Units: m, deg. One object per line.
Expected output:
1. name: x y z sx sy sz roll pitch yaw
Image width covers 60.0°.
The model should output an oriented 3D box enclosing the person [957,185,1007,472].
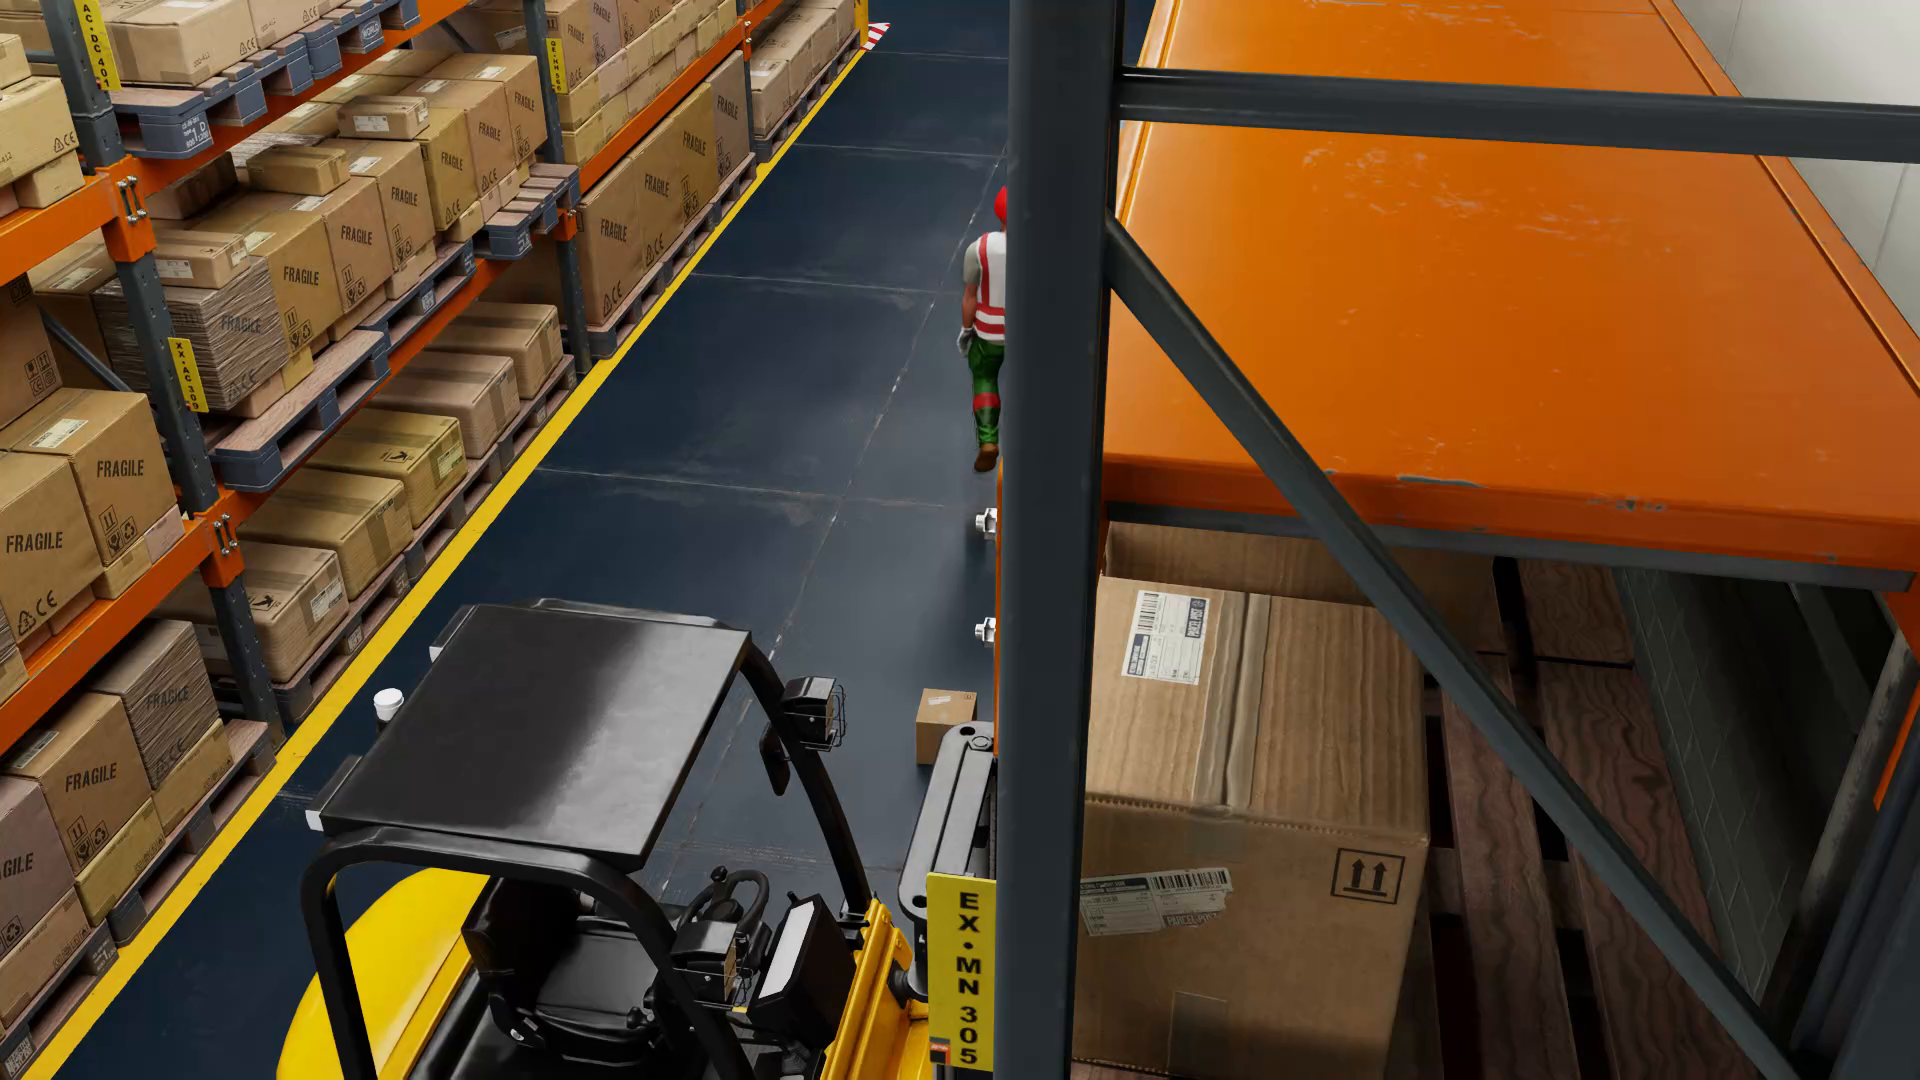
1. person: 0.267 -1.171 9.421 0.568 1.781 0.508 3 32 5
